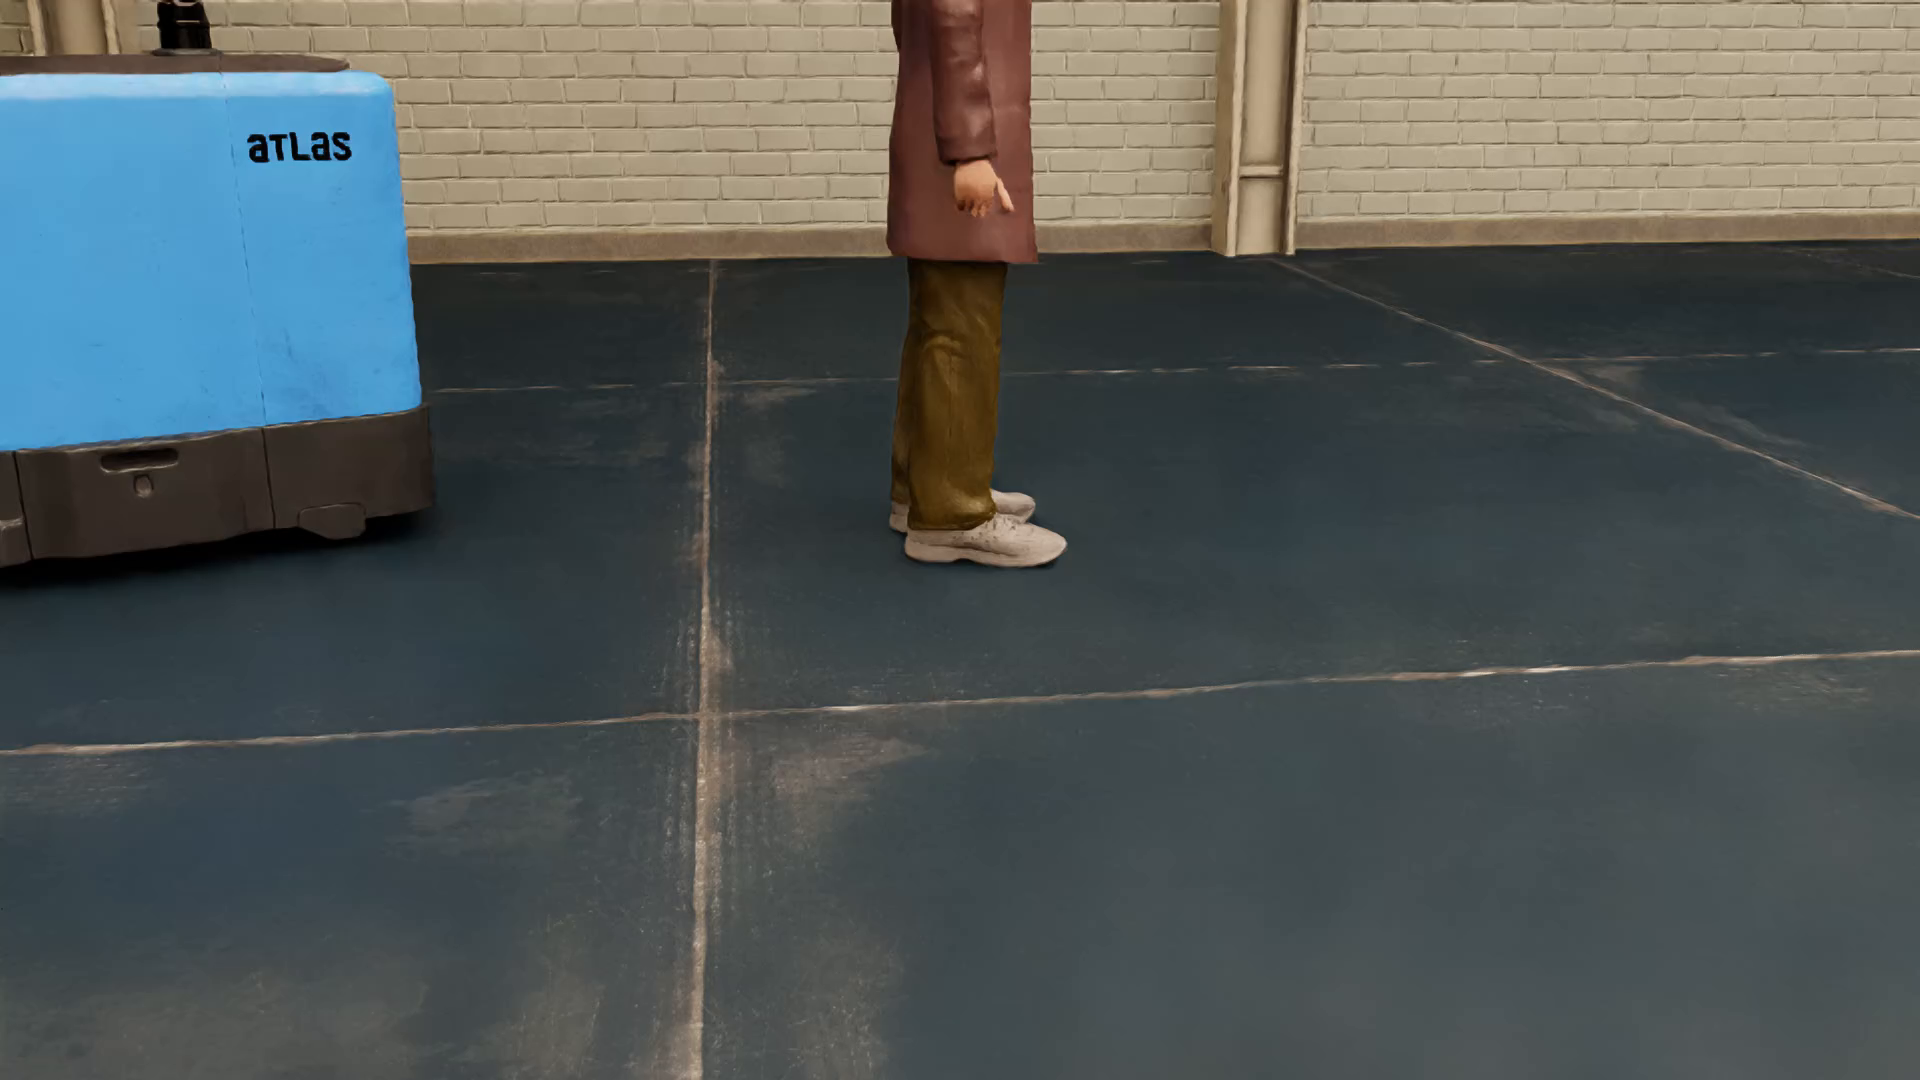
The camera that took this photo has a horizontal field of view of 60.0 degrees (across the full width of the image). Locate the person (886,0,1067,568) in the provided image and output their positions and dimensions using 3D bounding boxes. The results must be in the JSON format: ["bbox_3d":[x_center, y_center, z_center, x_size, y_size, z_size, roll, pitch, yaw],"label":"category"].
[{"bbox_3d":[0.026,-0.855,3.714,0.377,1.783,0.558,-2,17,-8],"label":"person"}]

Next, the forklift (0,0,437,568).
[{"bbox_3d":[-2.810,-1.337,3.323,3.031,2.935,1.130,-9,19,-27],"label":"forklift"}]
